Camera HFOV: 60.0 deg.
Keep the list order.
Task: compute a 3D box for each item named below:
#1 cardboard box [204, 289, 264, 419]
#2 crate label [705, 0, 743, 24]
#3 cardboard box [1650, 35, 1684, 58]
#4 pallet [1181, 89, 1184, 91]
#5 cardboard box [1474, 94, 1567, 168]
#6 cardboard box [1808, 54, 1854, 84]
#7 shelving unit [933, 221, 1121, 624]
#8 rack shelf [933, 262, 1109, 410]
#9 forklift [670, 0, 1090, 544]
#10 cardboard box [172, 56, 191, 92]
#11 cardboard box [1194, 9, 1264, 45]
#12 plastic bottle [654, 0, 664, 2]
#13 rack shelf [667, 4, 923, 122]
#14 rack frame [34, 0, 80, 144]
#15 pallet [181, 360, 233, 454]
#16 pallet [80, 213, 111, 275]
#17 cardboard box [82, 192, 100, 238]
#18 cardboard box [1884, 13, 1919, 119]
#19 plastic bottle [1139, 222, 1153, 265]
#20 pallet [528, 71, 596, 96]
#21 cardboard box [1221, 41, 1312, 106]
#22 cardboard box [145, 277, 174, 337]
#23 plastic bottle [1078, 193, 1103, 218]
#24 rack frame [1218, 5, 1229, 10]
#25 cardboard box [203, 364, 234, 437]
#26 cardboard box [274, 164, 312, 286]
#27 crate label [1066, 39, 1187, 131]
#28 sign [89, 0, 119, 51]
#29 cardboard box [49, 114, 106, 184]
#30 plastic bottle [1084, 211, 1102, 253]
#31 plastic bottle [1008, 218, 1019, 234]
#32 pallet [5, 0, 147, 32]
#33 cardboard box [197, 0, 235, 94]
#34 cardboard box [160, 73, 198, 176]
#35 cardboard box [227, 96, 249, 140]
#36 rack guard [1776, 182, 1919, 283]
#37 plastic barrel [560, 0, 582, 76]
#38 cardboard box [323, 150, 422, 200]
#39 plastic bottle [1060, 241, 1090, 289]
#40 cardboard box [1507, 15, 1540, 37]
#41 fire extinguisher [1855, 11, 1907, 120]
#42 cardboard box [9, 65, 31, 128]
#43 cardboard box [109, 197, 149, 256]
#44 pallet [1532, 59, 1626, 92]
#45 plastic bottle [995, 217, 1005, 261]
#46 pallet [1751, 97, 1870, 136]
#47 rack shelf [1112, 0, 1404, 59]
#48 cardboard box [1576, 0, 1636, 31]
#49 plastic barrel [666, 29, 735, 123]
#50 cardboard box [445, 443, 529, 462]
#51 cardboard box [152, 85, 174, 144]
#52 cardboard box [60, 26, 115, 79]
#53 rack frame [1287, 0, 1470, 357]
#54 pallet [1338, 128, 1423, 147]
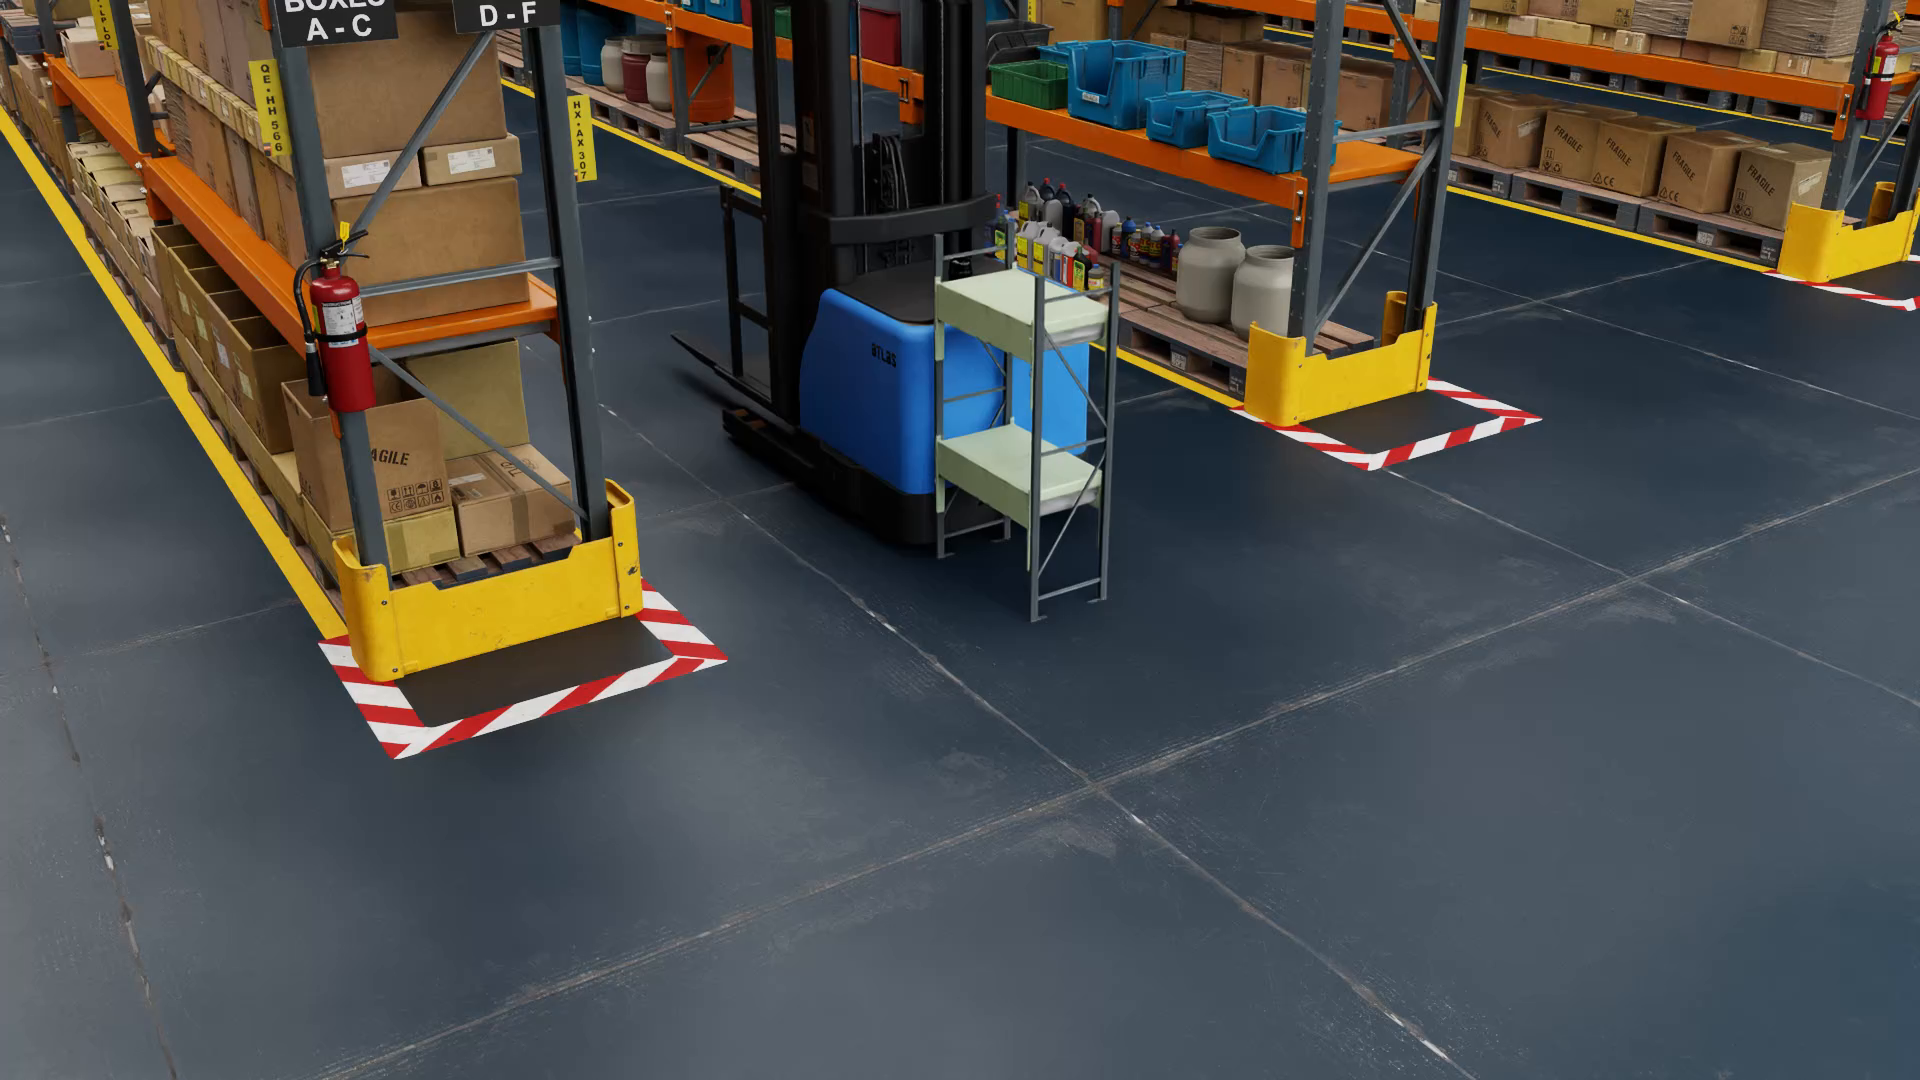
[{"bbox_3d":[-3.302,-0.932,8.062,0.500,0.500,0.500,-16,29,-30],"label":"cardboard box"},{"bbox_3d":[-1.829,-4.603,13.945,0.502,0.435,0.616,-16,29,-30],"label":"crate label"},{"bbox_3d":[5.348,-3.682,12.329,0.380,0.149,0.250,-16,29,-30],"label":"cardboard box"},{"bbox_3d":[2.431,-4.619,17.286,1.003,0.211,1.213,-16,29,-30],"label":"pallet"},{"bbox_3d":[4.693,-3.433,13.944,0.500,0.500,0.500,-6,26,-13],"label":"cardboard box"},{"bbox_3d":[6.044,-3.238,11.390,0.380,0.149,0.250,-16,29,-30],"label":"cardboard box"},{"bbox_3d":[0.261,-0.507,7.068,0.431,1.500,0.755,-16,29,-30],"label":"shelving unit"},{"bbox_3d":[0.261,-0.860,6.901,0.431,0.370,0.720,-16,29,-30],"label":"rack shelf"},{"bbox_3d":[-0.607,-1.887,8.315,1.130,2.935,3.031,-16,29,-30],"label":"forklift"},{"bbox_3d":[-3.705,-2.344,8.324,0.380,0.149,0.250,-16,30,-30],"label":"cardboard box"},{"bbox_3d":[2.694,-5.147,16.674,0.500,0.250,0.500,-12,28,-24],"label":"cardboard box"},{"bbox_3d":[-2.723,-4.998,14.960,0.061,0.283,0.133,-16,29,-30],"label":"plastic bottle"},{"bbox_3d":[-1.053,-3.965,13.477,1.077,0.370,4.000,-16,29,-30],"label":"rack shelf"},{"bbox_3d":[-6.297,-3.852,12.396,1.000,3.000,0.127,-16,29,-30],"label":"rack frame"},{"bbox_3d":[-3.714,-0.866,9.338,1.003,0.211,1.213,-16,29,-30],"label":"pallet"},{"bbox_3d":[-5.880,-2.288,12.349,1.003,0.211,1.213,-16,29,-30],"label":"pallet"},{"bbox_3d":[-5.982,-2.363,11.972,0.500,0.250,0.500,-16,30,-31],"label":"cardboard box"},{"bbox_3d":[9.180,-4.515,15.797,0.875,0.875,0.875,-15,29,-29],"label":"cardboard box"},{"bbox_3d":[1.252,-1.988,11.129,0.097,0.271,0.097,0,25,0],"label":"plastic bottle"},{"bbox_3d":[-3.942,-4.889,17.860,1.003,0.211,1.213,-16,29,-30],"label":"pallet"},{"bbox_3d":[3.017,-4.596,16.386,0.700,0.500,0.500,-13,28,-25],"label":"cardboard box"},{"bbox_3d":[-4.582,-1.449,10.034,0.500,0.250,0.500,-16,30,-30],"label":"cardboard box"},{"bbox_3d":[0.913,-2.228,11.544,0.144,0.351,0.185,-16,29,-30],"label":"plastic bottle"},{"bbox_3d":[4.033,-8.710,22.687,1.000,3.000,0.127,-16,29,-30],"label":"rack frame"},{"bbox_3d":[-3.577,-0.771,8.599,0.500,0.250,0.500,-16,29,-30],"label":"cardboard box"},{"bbox_3d":[-2.464,-1.393,7.069,0.700,0.500,0.500,-15,29,-28],"label":"cardboard box"},{"bbox_3d":[0.991,-2.755,10.031,0.502,0.435,0.616,-16,29,-30],"label":"crate label"},{"bbox_3d":[-4.563,-2.779,8.860,0.100,0.325,0.005,-16,29,-30],"label":"sign"},{"bbox_3d":[-7.004,-3.201,13.429,0.500,0.500,0.500,-14,29,-28],"label":"cardboard box"},{"bbox_3d":[0.910,-2.114,11.380,0.061,0.283,0.133,-16,29,-30],"label":"plastic bottle"},{"bbox_3d":[0.347,-2.043,11.244,0.097,0.271,0.097,0,25,0],"label":"plastic bottle"},{"bbox_3d":[-7.362,-4.460,13.909,1.003,0.211,1.213,-16,29,-30],"label":"pallet"},{"bbox_3d":[-3.044,-2.358,7.594,0.700,0.500,0.500,-16,29,-30],"label":"cardboard box"},{"bbox_3d":[-3.866,-2.309,9.011,0.700,0.500,0.500,-16,30,-31],"label":"cardboard box"},{"bbox_3d":[-3.006,-1.884,7.351,0.380,0.149,0.250,-15,29,-28],"label":"cardboard box"},{"bbox_3d":[6.331,-2.195,11.814,1.175,0.500,0.348,-16,29,-30],"label":"rack guard"},{"bbox_3d":[-4.045,-5.478,17.807,0.600,0.901,0.708,-16,29,-30],"label":"plastic barrel"},{"bbox_3d":[-2.298,-1.422,6.371,0.380,0.149,0.250,-16,30,-30],"label":"cardboard box"},{"bbox_3d":[0.738,-1.762,10.645,0.152,0.276,0.135,-15,29,-29],"label":"plastic bottle"},{"bbox_3d":[4.586,-4.107,13.229,0.380,0.149,0.250,-16,29,-30],"label":"cardboard box"},{"bbox_3d":[6.049,-3.115,10.925,0.296,0.674,0.183,-16,29,-30],"label":"fire extinguisher"},{"bbox_3d":[-8.420,-4.122,15.380,0.500,0.500,0.500,-17,30,-32],"label":"cardboard box"},{"bbox_3d":[-5.134,-2.063,10.679,0.500,0.311,0.500,-16,29,-30],"label":"cardboard box"},{"bbox_3d":[7.245,-5.283,18.693,1.003,0.211,1.213,-16,29,-30],"label":"pallet"},{"bbox_3d":[0.290,-2.023,11.189,0.061,0.283,0.133,-14,29,-27],"label":"plastic bottle"},{"bbox_3d":[8.749,-4.297,16.606,1.003,0.211,1.213,-16,29,-30],"label":"pallet"},{"bbox_3d":[3.097,-5.119,15.922,1.077,0.370,4.000,-16,29,-30],"label":"rack shelf"},{"bbox_3d":[5.222,-4.202,12.672,0.875,0.500,0.500,-16,29,-30],"label":"cardboard box"},{"bbox_3d":[-2.426,-4.385,15.575,0.600,0.830,0.708,-16,29,-30],"label":"plastic barrel"},{"bbox_3d":[-2.312,-0.359,7.726,0.500,0.250,0.500,-16,29,-30],"label":"cardboard box"},{"bbox_3d":[-4.419,-2.520,9.749,0.500,0.250,0.500,-14,28,-26],"label":"cardboard box"},{"bbox_3d":[-5.971,-3.447,11.642,0.500,0.311,0.500,-16,30,-30],"label":"cardboard box"},{"bbox_3d":[2.223,-2.144,8.778,1.000,3.000,0.127,-16,29,-30],"label":"rack frame"},{"bbox_3d":[3.763,-3.746,15.438,1.003,0.211,1.213,-16,29,-30],"label":"pallet"}]
